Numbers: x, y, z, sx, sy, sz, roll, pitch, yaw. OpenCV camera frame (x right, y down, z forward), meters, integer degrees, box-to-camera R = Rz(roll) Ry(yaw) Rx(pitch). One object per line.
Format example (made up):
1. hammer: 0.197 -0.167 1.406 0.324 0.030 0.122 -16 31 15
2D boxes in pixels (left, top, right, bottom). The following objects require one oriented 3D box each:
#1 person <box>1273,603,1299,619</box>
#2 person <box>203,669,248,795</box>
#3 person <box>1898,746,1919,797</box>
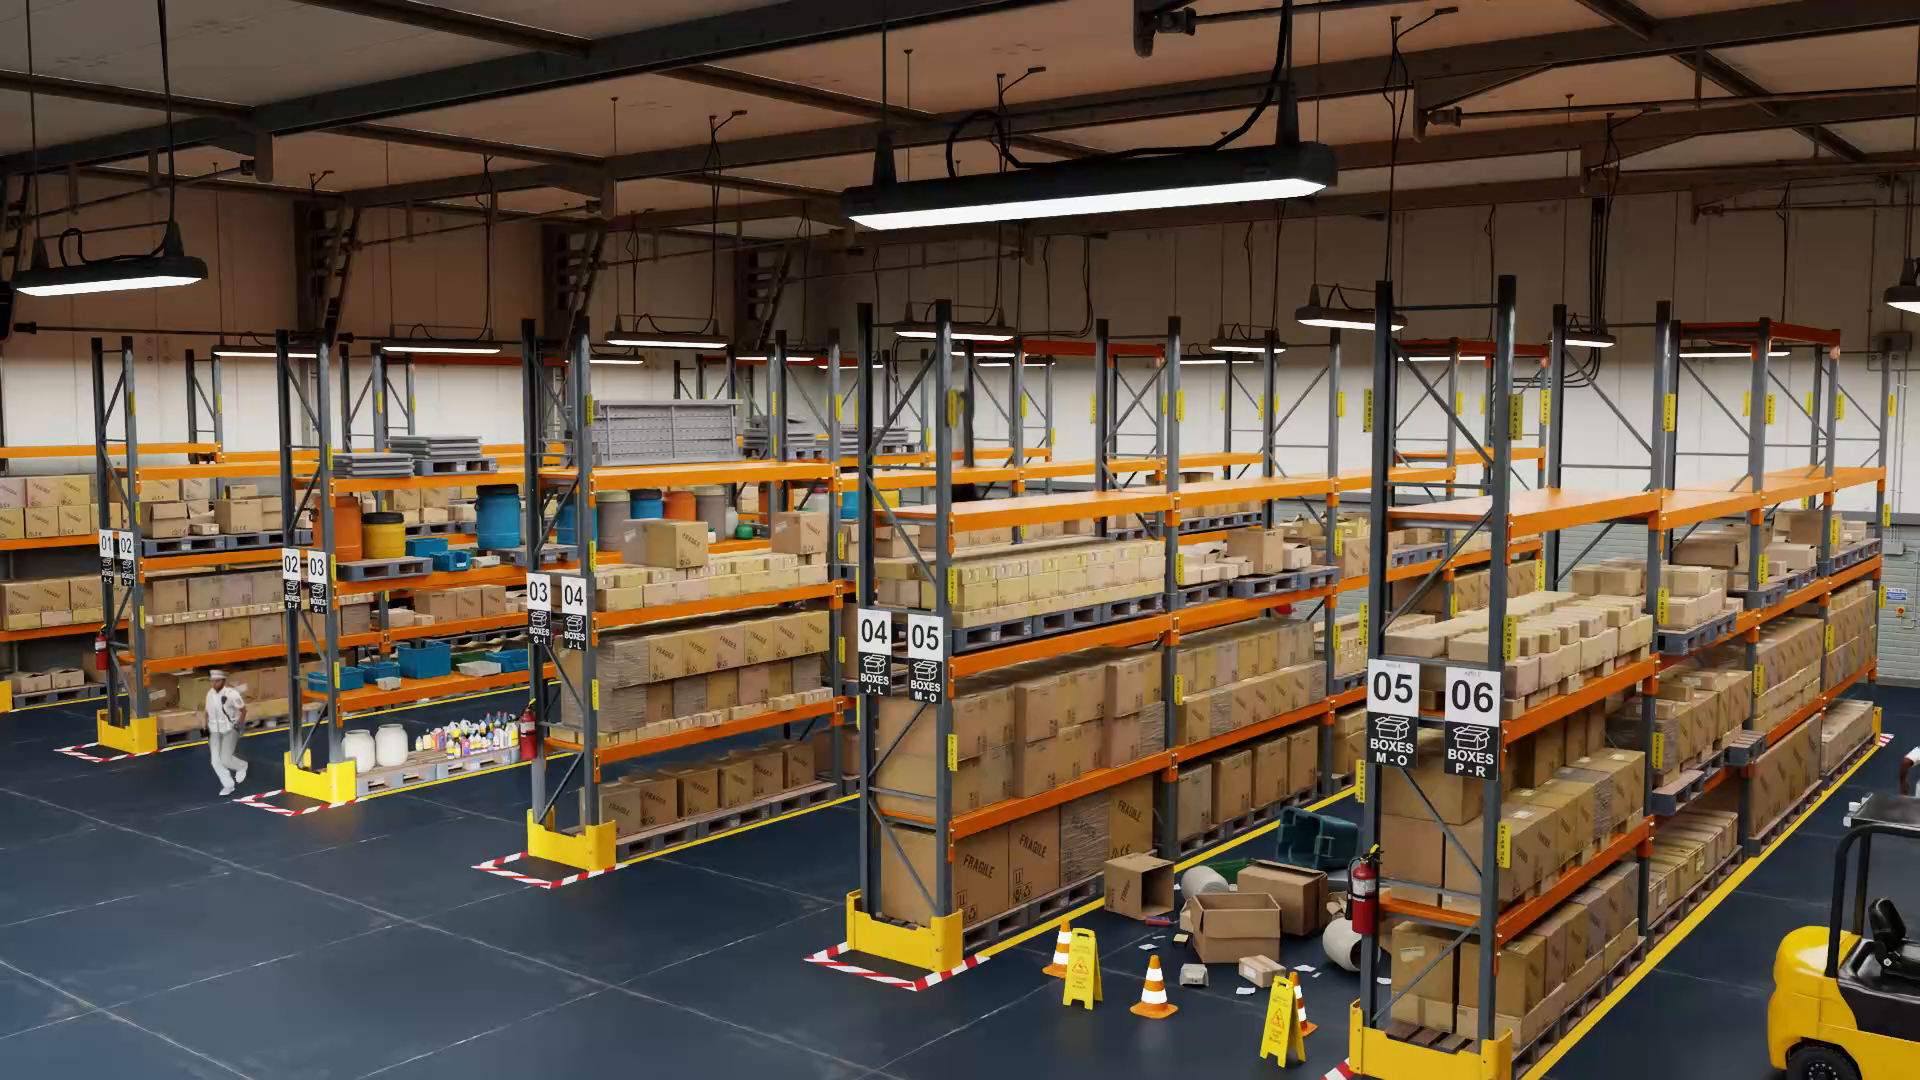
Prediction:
1. person: 6.128 1.575 31.801 0.680 1.784 0.755 2 5 25
2. person: -9.544 2.466 21.598 0.561 1.636 0.608 1 5 9
3. person: 10.230 2.776 17.399 0.708 1.795 0.877 4 6 35
